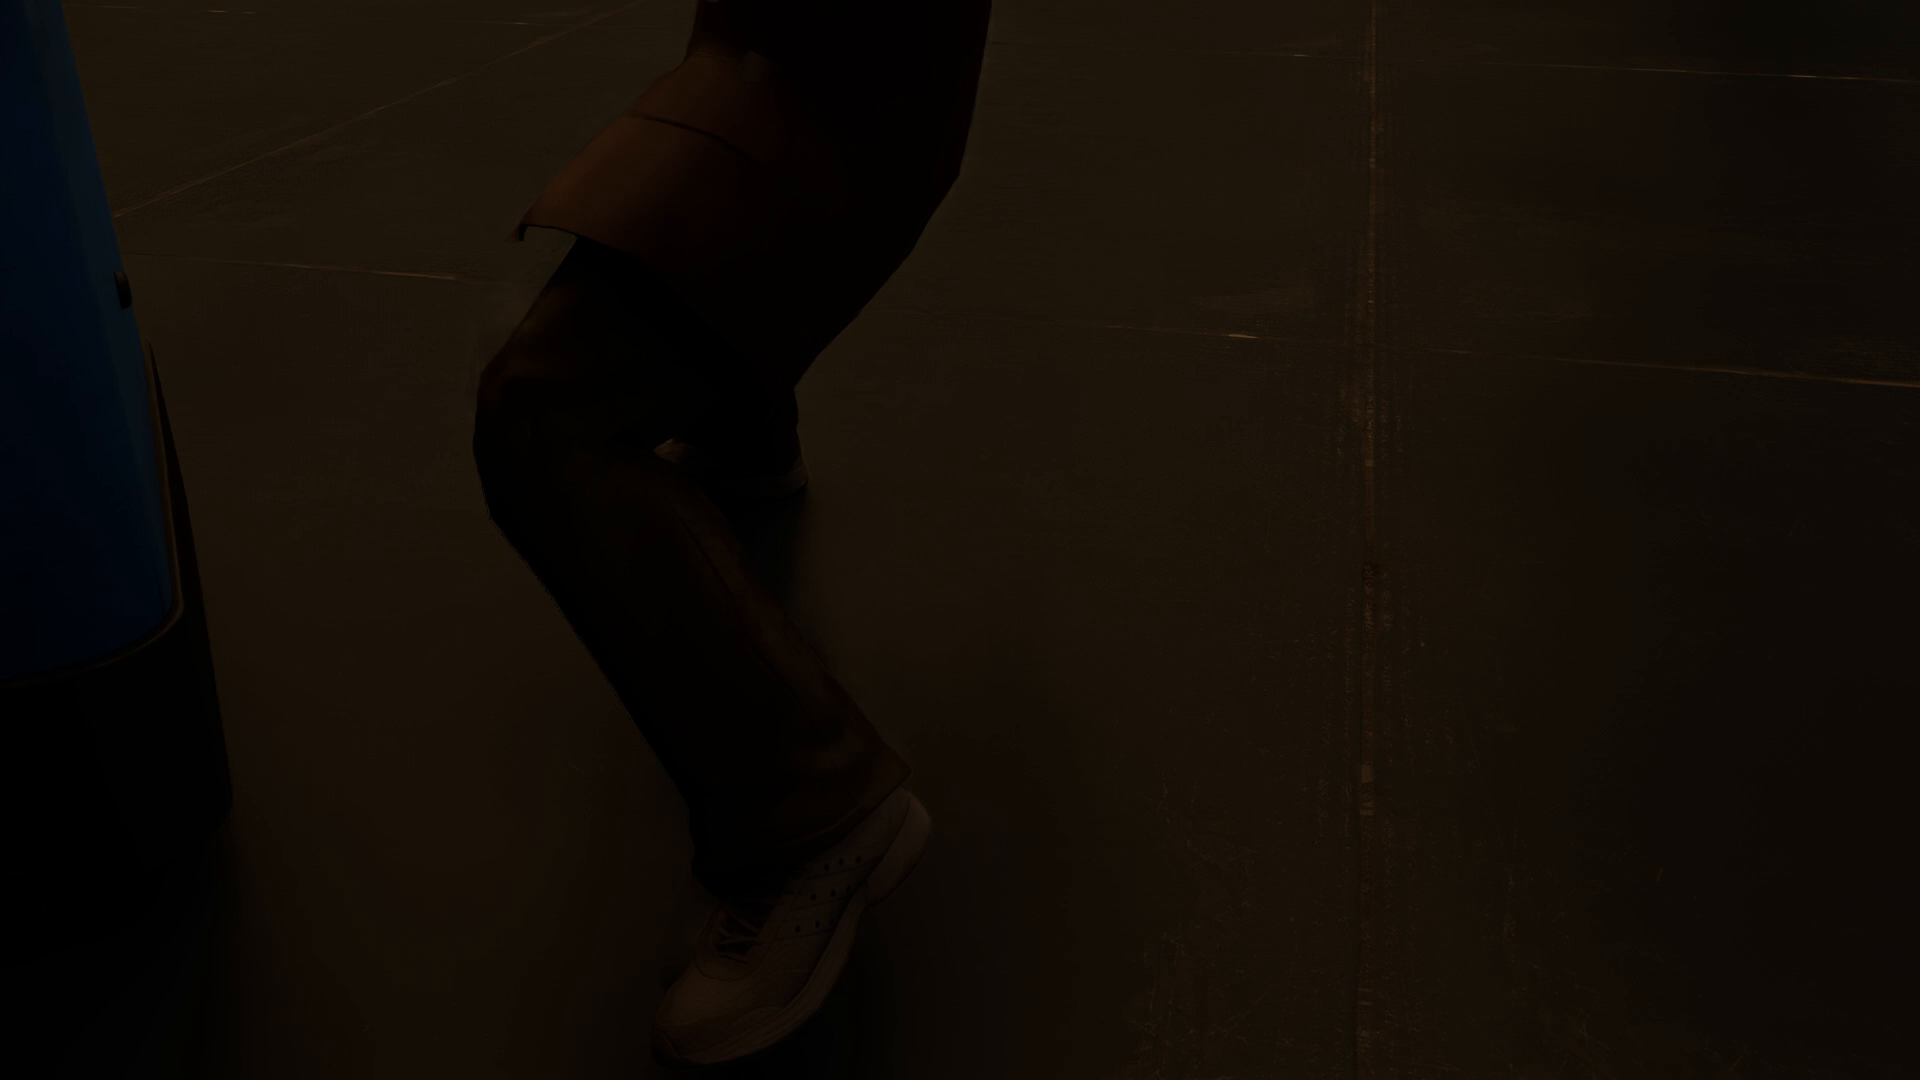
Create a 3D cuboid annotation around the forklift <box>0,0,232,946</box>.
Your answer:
[{"bbox_3d":[-2.332,-0.842,0.916,3.031,2.935,1.130,-12,29,-23],"label":"forklift"}]

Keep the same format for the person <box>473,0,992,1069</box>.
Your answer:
[{"bbox_3d":[-0.336,-0.492,1.753,0.767,1.549,1.343,5,27,10],"label":"person"}]
